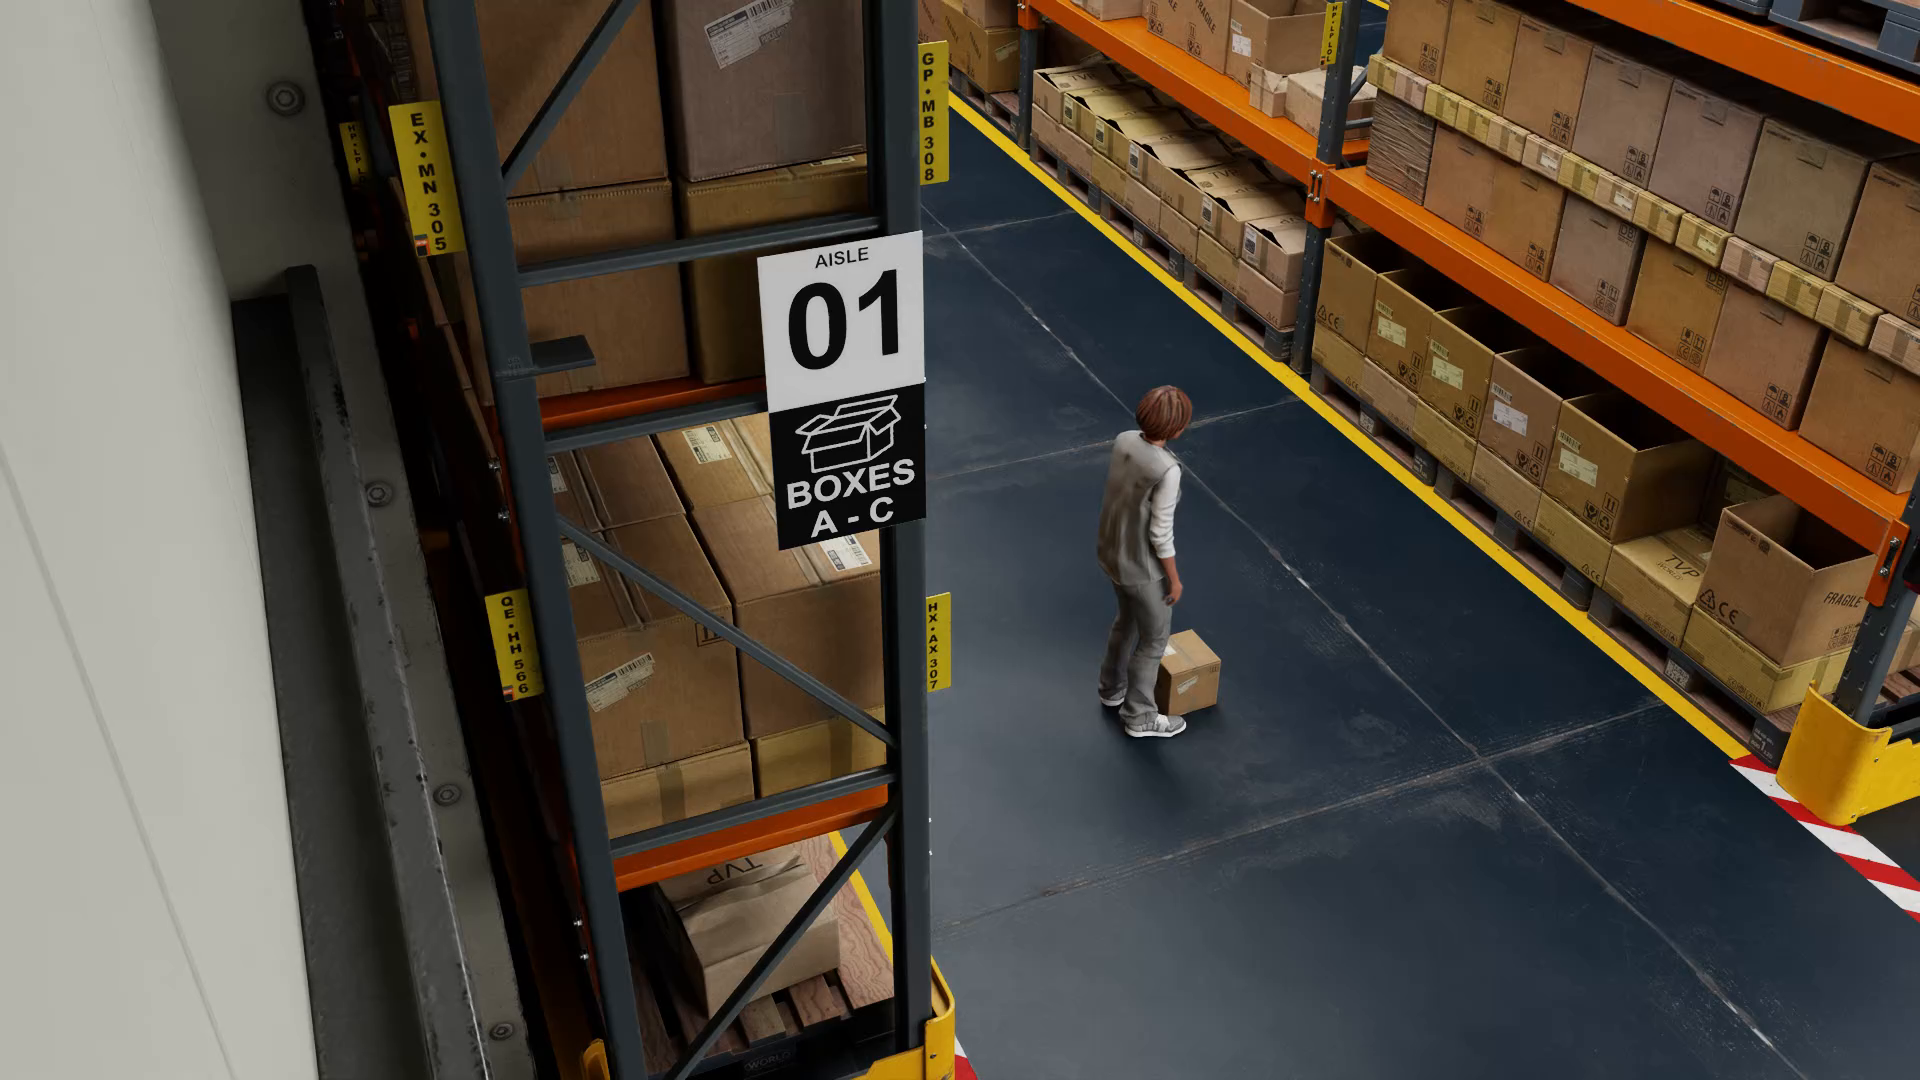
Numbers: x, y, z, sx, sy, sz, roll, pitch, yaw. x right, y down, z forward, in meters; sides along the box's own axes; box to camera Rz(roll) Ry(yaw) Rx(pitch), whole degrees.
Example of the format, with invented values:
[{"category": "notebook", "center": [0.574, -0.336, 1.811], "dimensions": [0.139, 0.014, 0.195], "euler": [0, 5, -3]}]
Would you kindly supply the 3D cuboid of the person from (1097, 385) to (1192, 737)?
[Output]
[{"category": "person", "center": [0.758, 0.097, 6.927], "dimensions": [0.347, 1.581, 0.476], "euler": [-14, 36, -20]}]
